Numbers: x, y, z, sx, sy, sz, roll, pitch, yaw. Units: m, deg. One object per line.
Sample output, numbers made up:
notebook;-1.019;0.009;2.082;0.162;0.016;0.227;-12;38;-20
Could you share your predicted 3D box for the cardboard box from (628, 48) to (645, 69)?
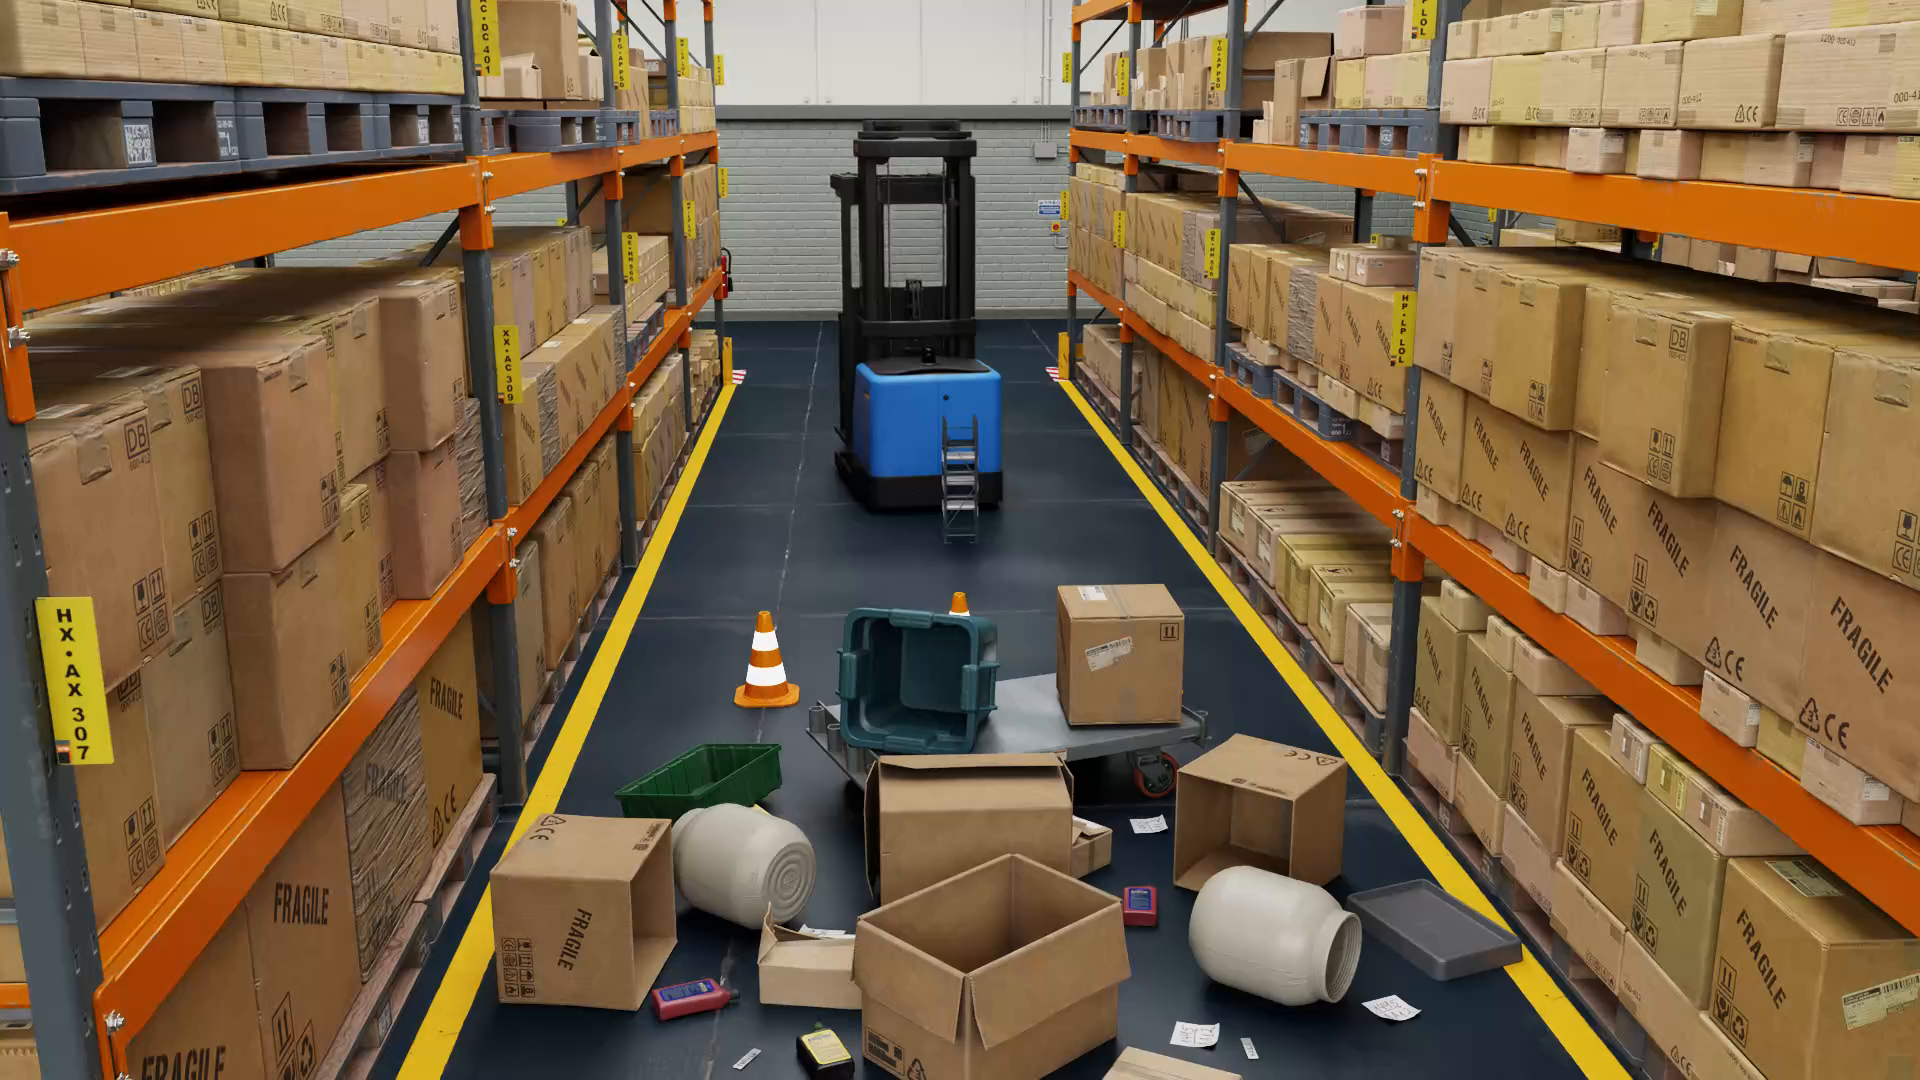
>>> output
cardboard box;-3.027;-3.865;13.966;0.700;0.500;0.500;-1;14;-3

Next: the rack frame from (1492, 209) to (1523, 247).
rack frame;6.700;-3.431;19.340;1.000;3.000;0.127;-1;14;-3

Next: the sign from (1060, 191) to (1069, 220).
sign;1.192;-3.803;18.893;0.100;0.325;0.005;-1;14;-3

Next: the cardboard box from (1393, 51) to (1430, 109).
cardboard box;2.309;-2.095;7.587;0.500;0.250;0.500;-1;14;-5

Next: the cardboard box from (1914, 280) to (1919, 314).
cardboard box;7.320;-1.823;12.049;0.500;0.500;0.500;0;14;-1

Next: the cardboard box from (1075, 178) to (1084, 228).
cardboard box;1.530;-3.633;17.921;0.500;0.500;0.500;-1;14;-5

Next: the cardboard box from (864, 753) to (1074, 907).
cardboard box;0.035;1.139;6.316;0.797;0.637;0.503;-1;14;-3

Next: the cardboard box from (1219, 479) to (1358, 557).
cardboard box;2.267;-0.153;11.034;0.950;0.372;0.625;-2;15;-7

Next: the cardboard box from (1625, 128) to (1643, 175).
cardboard box;2.359;-1.234;5.287;0.380;0.149;0.250;-1;14;-3

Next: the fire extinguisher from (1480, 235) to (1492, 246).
fire extinguisher;6.229;-3.242;19.510;0.296;0.674;0.183;-1;14;-3

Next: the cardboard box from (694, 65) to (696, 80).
cardboard box;-2.801;-4.605;16.384;0.380;0.149;0.250;-1;14;-5

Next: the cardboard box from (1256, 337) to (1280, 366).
cardboard box;2.027;-1.153;10.149;0.380;0.149;0.250;-1;14;-3

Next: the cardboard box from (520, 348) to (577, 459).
cardboard box;-2.269;-0.700;8.528;0.500;0.500;0.500;-1;14;-4

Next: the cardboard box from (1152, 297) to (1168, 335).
cardboard box;1.829;-1.791;13.269;0.500;0.250;0.500;-1;14;-4

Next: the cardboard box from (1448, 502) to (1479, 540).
cardboard box;2.256;-0.102;6.906;0.380;0.149;0.250;0;14;-2

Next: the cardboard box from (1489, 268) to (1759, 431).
cardboard box;2.314;-0.680;5.845;0.700;0.500;0.500;-1;14;-5

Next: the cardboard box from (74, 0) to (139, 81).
cardboard box;-1.915;-1.009;3.368;0.380;0.149;0.250;-1;14;-3

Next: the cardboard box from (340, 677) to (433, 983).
cardboard box;-2.416;0.940;5.774;0.875;0.875;0.875;-1;14;-3

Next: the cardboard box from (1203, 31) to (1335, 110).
cardboard box;2.068;-3.161;11.222;0.797;0.503;0.637;-2;15;-7

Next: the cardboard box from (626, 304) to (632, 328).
cardboard box;-2.553;-1.592;11.854;0.380;0.149;0.250;0;14;-1

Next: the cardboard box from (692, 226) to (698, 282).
cardboard box;-2.758;-2.699;15.699;0.500;0.500;0.500;-1;14;-3

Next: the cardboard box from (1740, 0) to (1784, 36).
cardboard box;2.447;-1.489;4.677;0.380;0.149;0.250;-1;14;-5

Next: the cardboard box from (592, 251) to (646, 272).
cardboard box;-2.623;-2.139;12.786;0.380;0.149;0.250;-1;14;-4

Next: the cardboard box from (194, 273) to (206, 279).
cardboard box;-7.682;-2.550;16.421;0.380;0.149;0.250;-1;14;-5

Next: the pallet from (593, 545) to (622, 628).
pallet;-2.719;0.286;10.492;1.003;0.211;1.213;-1;14;-3

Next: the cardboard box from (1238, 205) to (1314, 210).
cardboard box;2.398;-2.275;12.640;0.500;0.500;0.500;0;14;-2

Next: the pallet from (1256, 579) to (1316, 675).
pallet;2.361;0.484;9.721;1.003;0.211;1.213;-1;14;-3

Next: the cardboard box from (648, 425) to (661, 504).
cardboard box;-2.517;-0.559;12.355;0.500;0.500;0.500;-1;14;-3

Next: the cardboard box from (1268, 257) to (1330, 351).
cardboard box;2.117;-1.382;9.739;0.500;0.500;0.500;-1;14;-2

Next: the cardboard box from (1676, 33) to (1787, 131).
cardboard box;2.370;-1.275;4.646;0.500;0.250;0.500;0;14;-2

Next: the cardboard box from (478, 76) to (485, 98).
cardboard box;-2.233;-2.060;7.221;0.258;0.266;0.396;-1;14;-4

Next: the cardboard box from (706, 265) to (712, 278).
cardboard box;-2.838;-2.865;17.647;0.380;0.149;0.250;0;14;-2

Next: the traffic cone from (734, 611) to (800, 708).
traffic cone;-1.021;0.605;8.747;0.336;0.463;0.334;-1;14;-3

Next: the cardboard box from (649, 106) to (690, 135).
cardboard box;-2.706;-3.756;14.885;0.500;0.250;0.500;0;14;-1

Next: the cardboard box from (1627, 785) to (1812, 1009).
cardboard box;2.392;1.066;5.032;0.500;0.500;0.500;0;14;-1

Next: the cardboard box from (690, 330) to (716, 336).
cardboard box;-2.903;-2.234;18.376;0.380;0.149;0.250;-1;14;-3

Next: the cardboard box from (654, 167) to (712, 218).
cardboard box;-2.839;-3.563;17.050;0.500;0.500;0.500;0;14;-1

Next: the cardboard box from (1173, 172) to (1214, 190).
cardboard box;2.201;-3.351;15.521;0.380;0.149;0.250;-1;14;-3

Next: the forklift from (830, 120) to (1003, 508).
forklift;-0.468;-1.984;13.855;1.130;2.935;3.031;-3;15;-11

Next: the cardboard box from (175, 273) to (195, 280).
cardboard box;-7.728;-2.650;16.010;0.500;0.250;0.500;-1;14;-2

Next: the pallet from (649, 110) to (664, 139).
pallet;-2.941;-3.205;12.821;1.213;0.211;1.003;-1;14;-3

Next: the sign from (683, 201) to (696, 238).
sign;-2.387;-2.827;14.670;0.100;0.325;0.005;-1;14;-3

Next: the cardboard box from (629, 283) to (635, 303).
cardboard box;-2.577;-1.807;12.096;0.380;0.149;0.250;-1;14;-3

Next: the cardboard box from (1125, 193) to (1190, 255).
cardboard box;1.734;-2.777;14.592;0.500;0.500;0.500;-1;14;-3

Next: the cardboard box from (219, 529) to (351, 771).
cardboard box;-2.230;0.286;4.594;0.875;0.550;0.550;-1;14;-3

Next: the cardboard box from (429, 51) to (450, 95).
cardboard box;-2.087;-1.702;6.061;0.380;0.149;0.250;-1;14;-3

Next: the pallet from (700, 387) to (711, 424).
pallet;-3.096;-1.377;16.954;1.003;0.211;1.213;-1;14;-3

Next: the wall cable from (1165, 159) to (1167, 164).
wall cable;2.788;-5.272;24.457;0.588;1.984;0.122;-1;14;-3

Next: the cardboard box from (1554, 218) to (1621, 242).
cardboard box;6.552;-3.375;17.323;0.500;0.500;0.500;-1;14;-2

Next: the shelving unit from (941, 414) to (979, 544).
shelving unit;0.000;-0.438;11.922;0.258;0.900;0.210;-1;14;-3

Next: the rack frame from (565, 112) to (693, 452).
rack frame;-2.941;-2.257;14.777;1.000;3.000;0.127;-1;14;-3

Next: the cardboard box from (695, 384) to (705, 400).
cardboard box;-2.763;-1.497;16.703;0.380;0.149;0.250;-1;14;-5

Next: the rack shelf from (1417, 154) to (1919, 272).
rack shelf;2.613;-0.975;5.222;1.077;0.370;4.000;-1;14;-3

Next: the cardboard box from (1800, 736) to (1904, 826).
cardboard box;2.374;0.597;4.191;0.380;0.149;0.250;-1;14;-4

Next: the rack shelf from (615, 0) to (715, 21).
rack shelf;-3.064;-5.309;16.053;1.077;0.370;4.000;-1;14;-3
